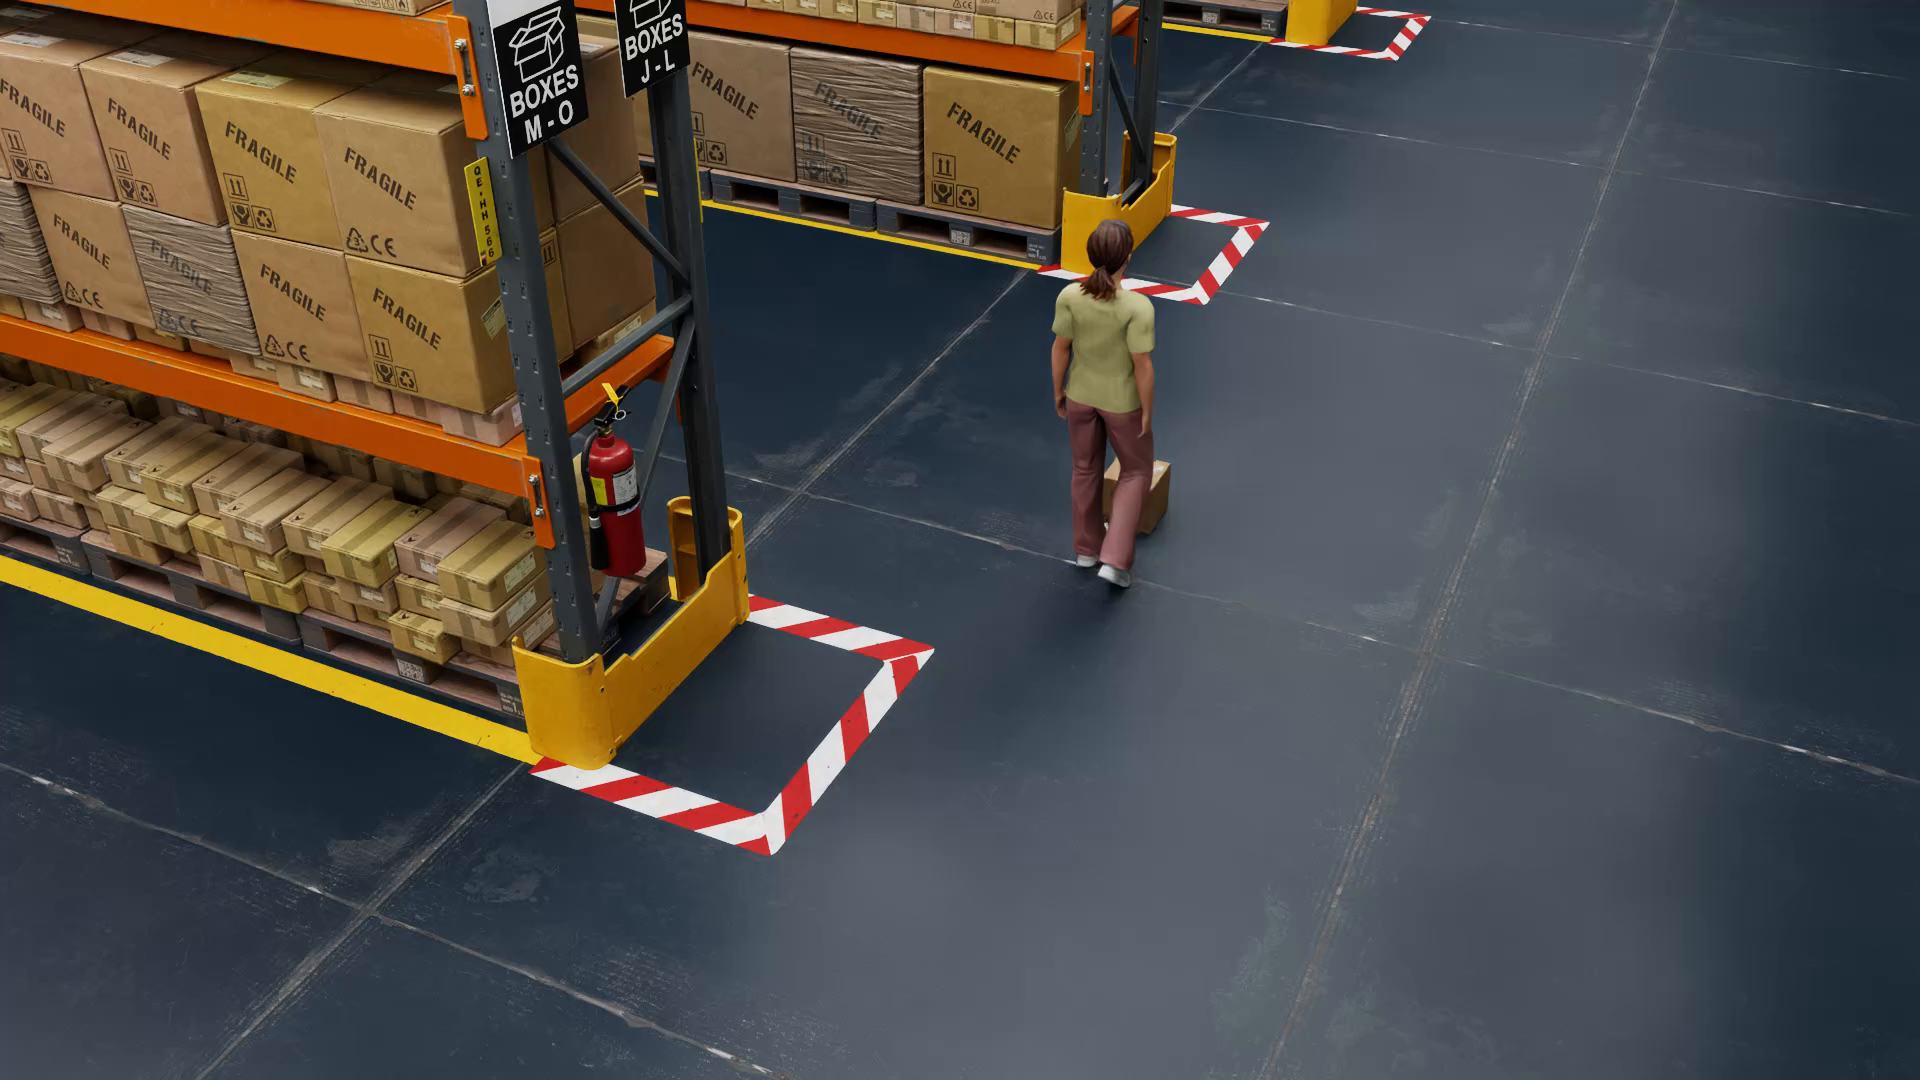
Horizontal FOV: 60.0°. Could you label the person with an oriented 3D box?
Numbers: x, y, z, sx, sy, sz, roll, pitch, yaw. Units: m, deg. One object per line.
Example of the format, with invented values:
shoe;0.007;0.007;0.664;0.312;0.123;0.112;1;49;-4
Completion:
person;0.612;-0.566;7.009;0.449;1.702;0.525;15;37;21
